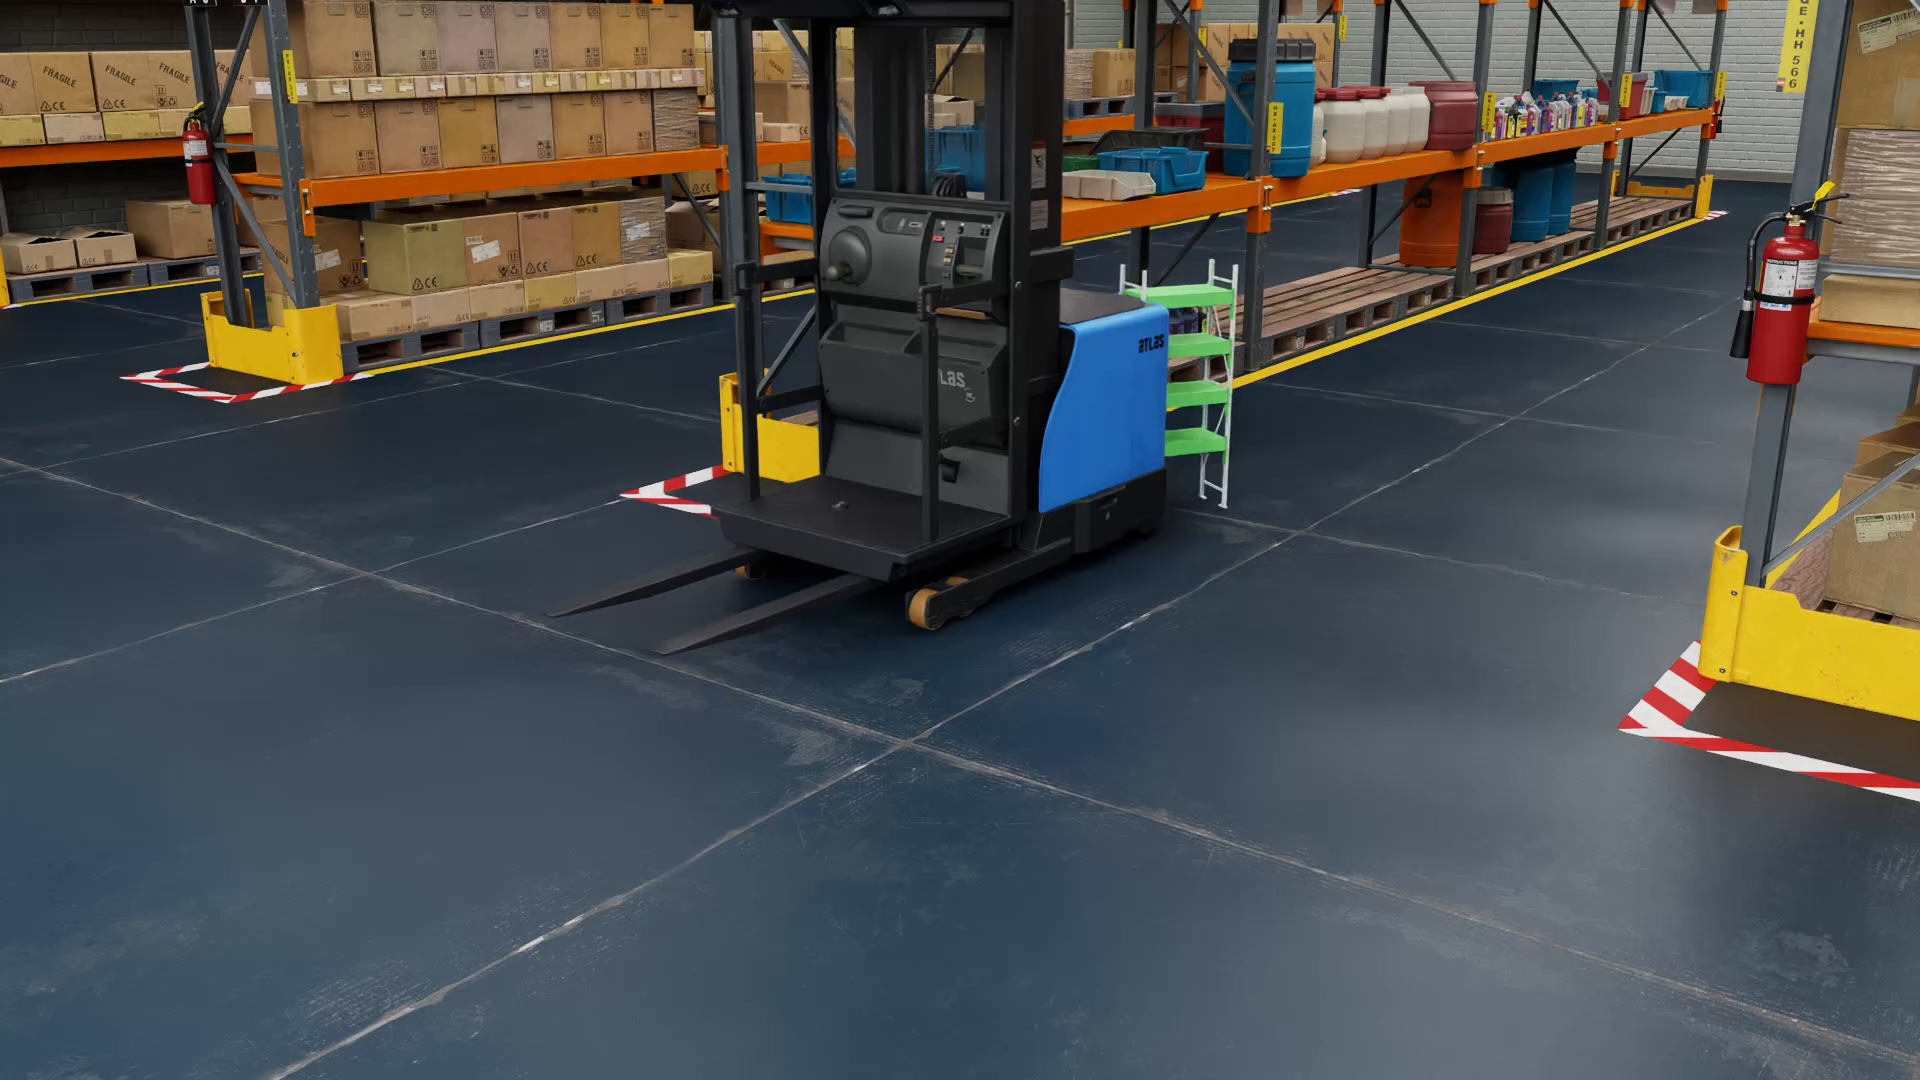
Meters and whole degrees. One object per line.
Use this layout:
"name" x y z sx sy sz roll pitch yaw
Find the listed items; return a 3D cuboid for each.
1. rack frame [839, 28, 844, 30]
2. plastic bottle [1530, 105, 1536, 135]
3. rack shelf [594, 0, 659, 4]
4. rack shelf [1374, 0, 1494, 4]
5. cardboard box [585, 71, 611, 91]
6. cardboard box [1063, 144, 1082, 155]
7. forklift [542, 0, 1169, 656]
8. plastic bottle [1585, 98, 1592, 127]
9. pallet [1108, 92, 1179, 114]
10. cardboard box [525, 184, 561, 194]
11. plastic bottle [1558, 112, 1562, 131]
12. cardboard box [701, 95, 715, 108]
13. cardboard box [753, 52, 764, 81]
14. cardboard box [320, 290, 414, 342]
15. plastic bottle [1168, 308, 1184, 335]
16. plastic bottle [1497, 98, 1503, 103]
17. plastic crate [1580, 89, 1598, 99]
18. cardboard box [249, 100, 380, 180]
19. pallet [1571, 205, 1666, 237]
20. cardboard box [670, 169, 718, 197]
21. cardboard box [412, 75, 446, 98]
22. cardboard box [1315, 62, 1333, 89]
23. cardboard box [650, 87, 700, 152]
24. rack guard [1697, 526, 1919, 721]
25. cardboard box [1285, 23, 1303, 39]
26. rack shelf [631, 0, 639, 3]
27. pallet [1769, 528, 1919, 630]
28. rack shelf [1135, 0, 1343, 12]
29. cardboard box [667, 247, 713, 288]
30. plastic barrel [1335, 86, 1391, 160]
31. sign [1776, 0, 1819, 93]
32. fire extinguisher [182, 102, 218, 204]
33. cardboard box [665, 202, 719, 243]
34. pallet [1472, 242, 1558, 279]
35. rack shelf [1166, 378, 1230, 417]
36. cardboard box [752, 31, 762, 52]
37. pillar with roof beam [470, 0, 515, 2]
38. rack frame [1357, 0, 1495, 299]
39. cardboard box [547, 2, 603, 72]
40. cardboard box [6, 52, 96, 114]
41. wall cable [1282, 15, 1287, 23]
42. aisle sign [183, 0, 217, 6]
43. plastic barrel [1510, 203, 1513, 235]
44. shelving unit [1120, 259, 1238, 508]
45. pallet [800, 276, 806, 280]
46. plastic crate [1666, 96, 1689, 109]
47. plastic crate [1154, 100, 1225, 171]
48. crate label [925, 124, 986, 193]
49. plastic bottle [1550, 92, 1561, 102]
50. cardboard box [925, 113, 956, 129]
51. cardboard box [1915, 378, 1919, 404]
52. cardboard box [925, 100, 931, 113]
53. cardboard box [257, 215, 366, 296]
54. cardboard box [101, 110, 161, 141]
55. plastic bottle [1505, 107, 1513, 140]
"rack frame" -1.549 -6.339 23.098 1.000 3.000 0.127 12 21 35
"plastic bottle" 5.321 -3.918 15.519 0.097 0.271 0.097 0 17 0
"rack shelf" -5.124 -5.999 18.158 1.077 0.370 4.000 12 21 35
"rack shelf" 2.832 -4.248 12.520 1.077 0.370 4.000 12 21 35
"cardboard box" -2.933 -3.572 12.925 0.380 0.149 0.250 12 21 34
"cardboard box" 1.053 -4.409 19.092 0.500 0.250 0.500 12 21 34
"forklift" -0.336 -1.206 6.686 1.130 2.935 3.031 13 22 37
"plastic bottle" 6.331 -4.318 16.788 0.061 0.283 0.133 12 21 35
"pallet" 1.868 -5.201 19.759 1.003 0.211 1.213 12 21 35
"cardboard box" -4.993 -3.996 19.027 0.700 0.500 0.500 12 21 34
"plastic bottle" 5.787 -4.071 16.129 0.097 0.201 0.097 0 17 0
"cardboard box" -3.167 -5.420 20.529 0.380 0.149 0.250 13 22 36
"cardboard box" -2.821 -5.897 20.971 0.500 0.500 0.500 12 21 34
"cardboard box" -4.220 -1.582 11.708 0.500 0.250 0.500 12 21 35
"plastic bottle" 1.374 -1.378 10.847 0.144 0.351 0.185 11 20 32
"plastic bottle" 5.516 -4.374 16.987 0.097 0.271 0.097 0 17 0
"plastic crate" 7.416 -5.104 19.302 0.416 0.233 0.300 12 21 35
"cardboard box" -4.430 -2.763 11.414 0.700 0.500 0.500 12 21 35
"pallet" 7.541 -3.730 19.400 1.003 0.211 1.213 12 21 35
"cardboard box" -3.389 -4.712 20.776 0.750 0.750 0.750 12 21 34
"cardboard box" -3.855 -3.201 11.732 0.380 0.149 0.250 12 21 34
"cardboard box" 4.767 -6.310 22.836 0.500 0.500 0.500 13 22 36
"cardboard box" -2.595 -3.500 13.787 0.700 0.500 0.500 12 21 33
"rack guard" 3.280 0.321 5.867 1.175 0.500 0.348 12 21 35
"cardboard box" 4.165 -6.543 21.900 0.500 0.500 0.500 13 22 36
"rack shelf" -3.527 -4.171 12.274 1.077 0.370 4.000 12 21 35
"pallet" 3.793 0.272 6.513 1.003 0.211 1.213 12 21 35
"rack shelf" 3.623 -7.030 21.478 1.077 0.370 4.000 12 21 35
"cardboard box" -2.436 -2.297 14.011 0.500 0.250 0.500 12 21 35
"plastic barrel" 3.082 -3.214 12.808 0.433 0.535 0.433 0 17 0
"sign" 2.801 -1.661 5.551 0.100 0.325 0.005 12 21 35
"fire extinguisher" -5.162 -2.623 11.263 0.296 0.674 0.183 12 21 35
"cardboard box" -2.324 -2.861 14.882 0.500 0.311 0.500 12 21 35
"pallet" 5.188 -2.788 16.366 1.003 0.211 1.213 12 21 35
"rack shelf" 1.044 -0.677 8.115 0.480 0.148 0.258 -7 19 -21
"cardboard box" -2.840 -6.254 20.856 0.500 0.250 0.500 13 21 35
"pillar with roof beam" -1.944 -7.333 16.186 9.100 9.000 0.400 12 21 35
"rack frame" 4.024 -3.635 14.392 1.000 3.000 0.127 12 21 35
"cardboard box" -3.194 -3.880 12.823 0.700 0.500 0.500 12 21 35
"cardboard box" -7.871 -3.953 14.371 0.500 0.500 0.500 12 21 35
"wall cable" 4.491 -9.957 29.871 3.097 2.526 0.112 12 21 35
"aisle sign" -4.994 -3.884 10.809 0.394 0.787 0.004 12 21 35
"plastic barrel" 5.239 -3.187 16.434 0.421 0.512 0.421 0 17 0
"shelving unit" 1.044 -0.738 8.097 0.503 1.200 0.258 -7 19 -21
"pallet" -1.201 -2.701 16.086 1.003 0.211 1.213 12 21 35
"plastic crate" 8.450 -5.217 19.830 0.396 0.136 0.243 12 21 35
"plastic crate" 1.683 -2.883 11.860 0.402 0.464 0.583 12 21 35
"crate label" 0.137 -2.233 9.817 0.502 0.435 0.616 12 21 35
"plastic bottle" 5.897 -4.269 16.517 0.144 0.351 0.185 12 21 35
"cardboard box" -0.266 -4.128 16.404 0.380 0.149 0.250 12 21 35
"cardboard box" 5.013 -0.588 8.087 0.500 0.500 0.500 -12 21 -33
"cardboard box" -0.640 -4.290 16.651 0.500 0.311 0.500 12 21 34
"cardboard box" -4.638 -2.032 11.893 0.500 0.500 0.500 12 21 35
"cardboard box" -7.547 -3.725 14.901 0.500 0.250 0.500 12 21 34
"plastic bottle" 4.934 -3.760 14.989 0.061 0.283 0.133 12 21 35
